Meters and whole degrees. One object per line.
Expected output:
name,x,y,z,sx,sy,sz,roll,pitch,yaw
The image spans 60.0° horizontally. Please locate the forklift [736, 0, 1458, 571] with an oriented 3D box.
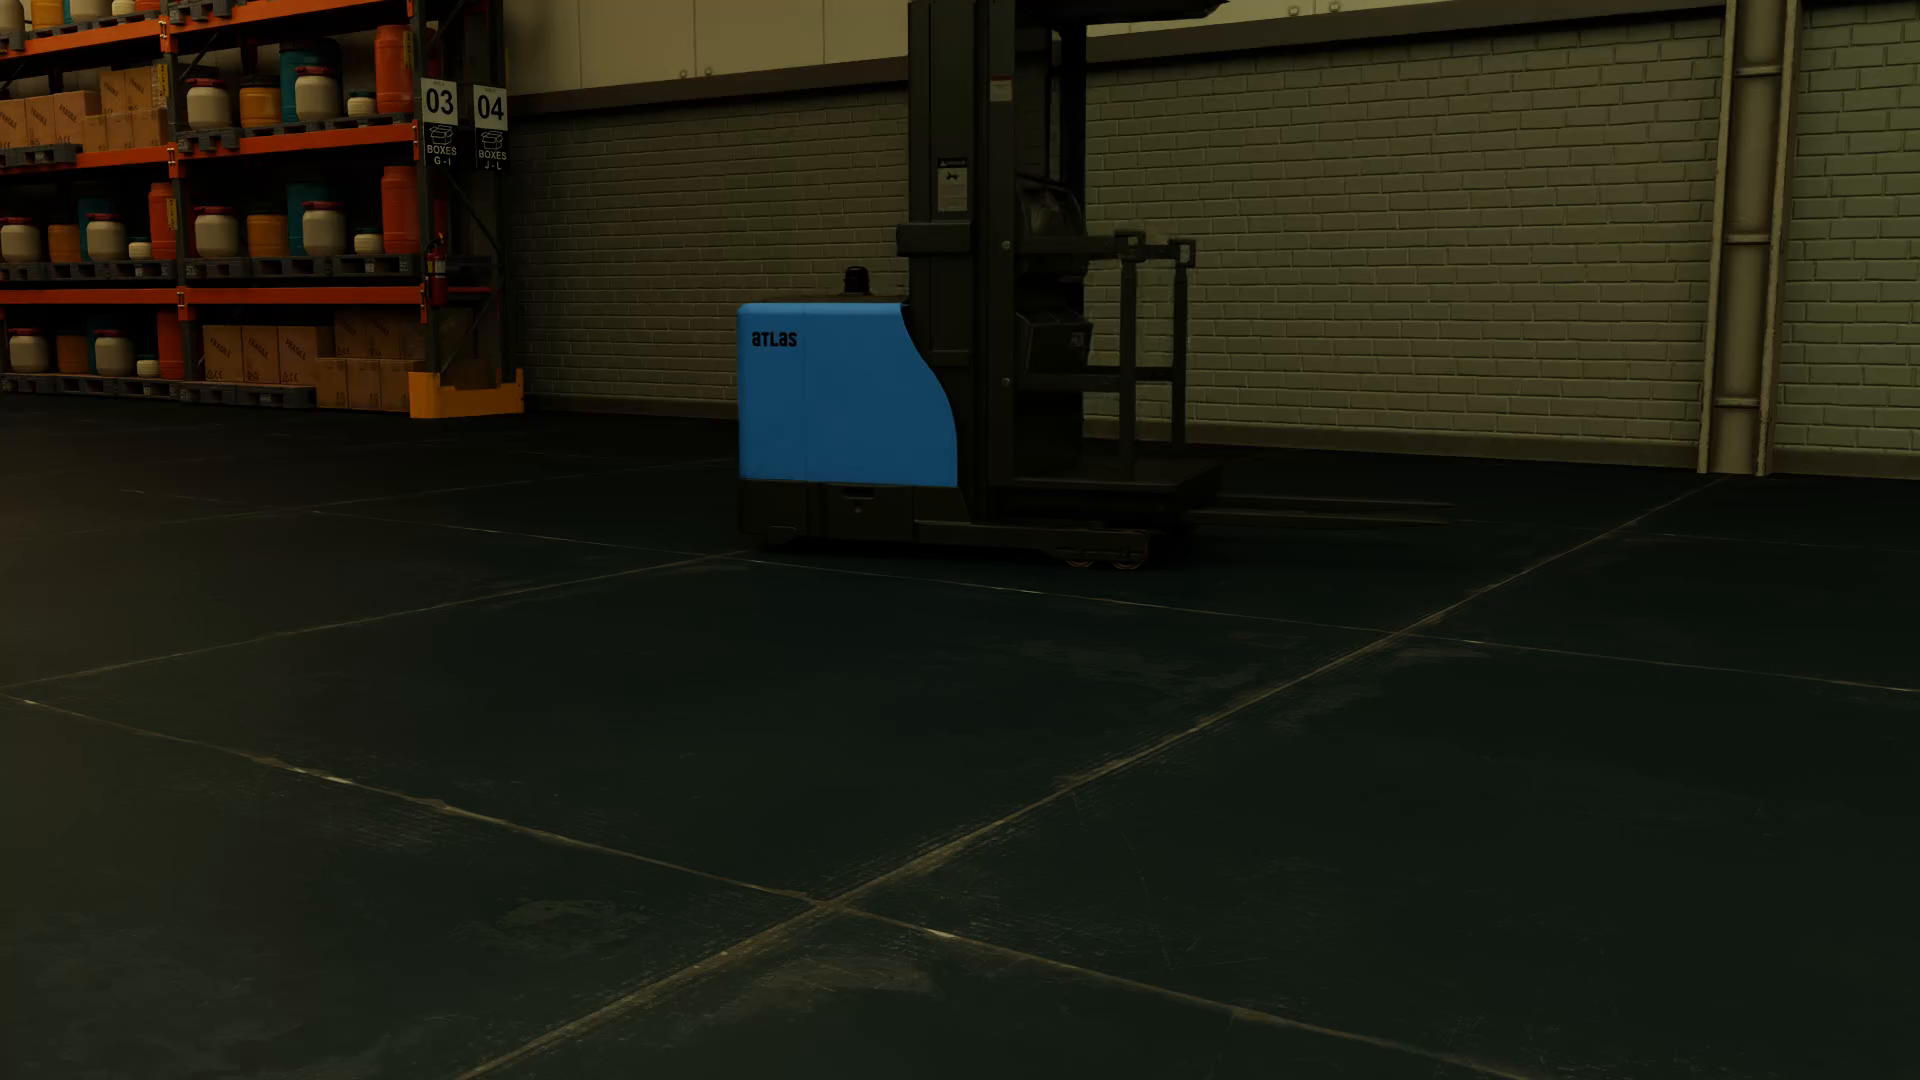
forklift,0.586,-1.410,7.110,3.031,2.935,1.130,3,9,19
